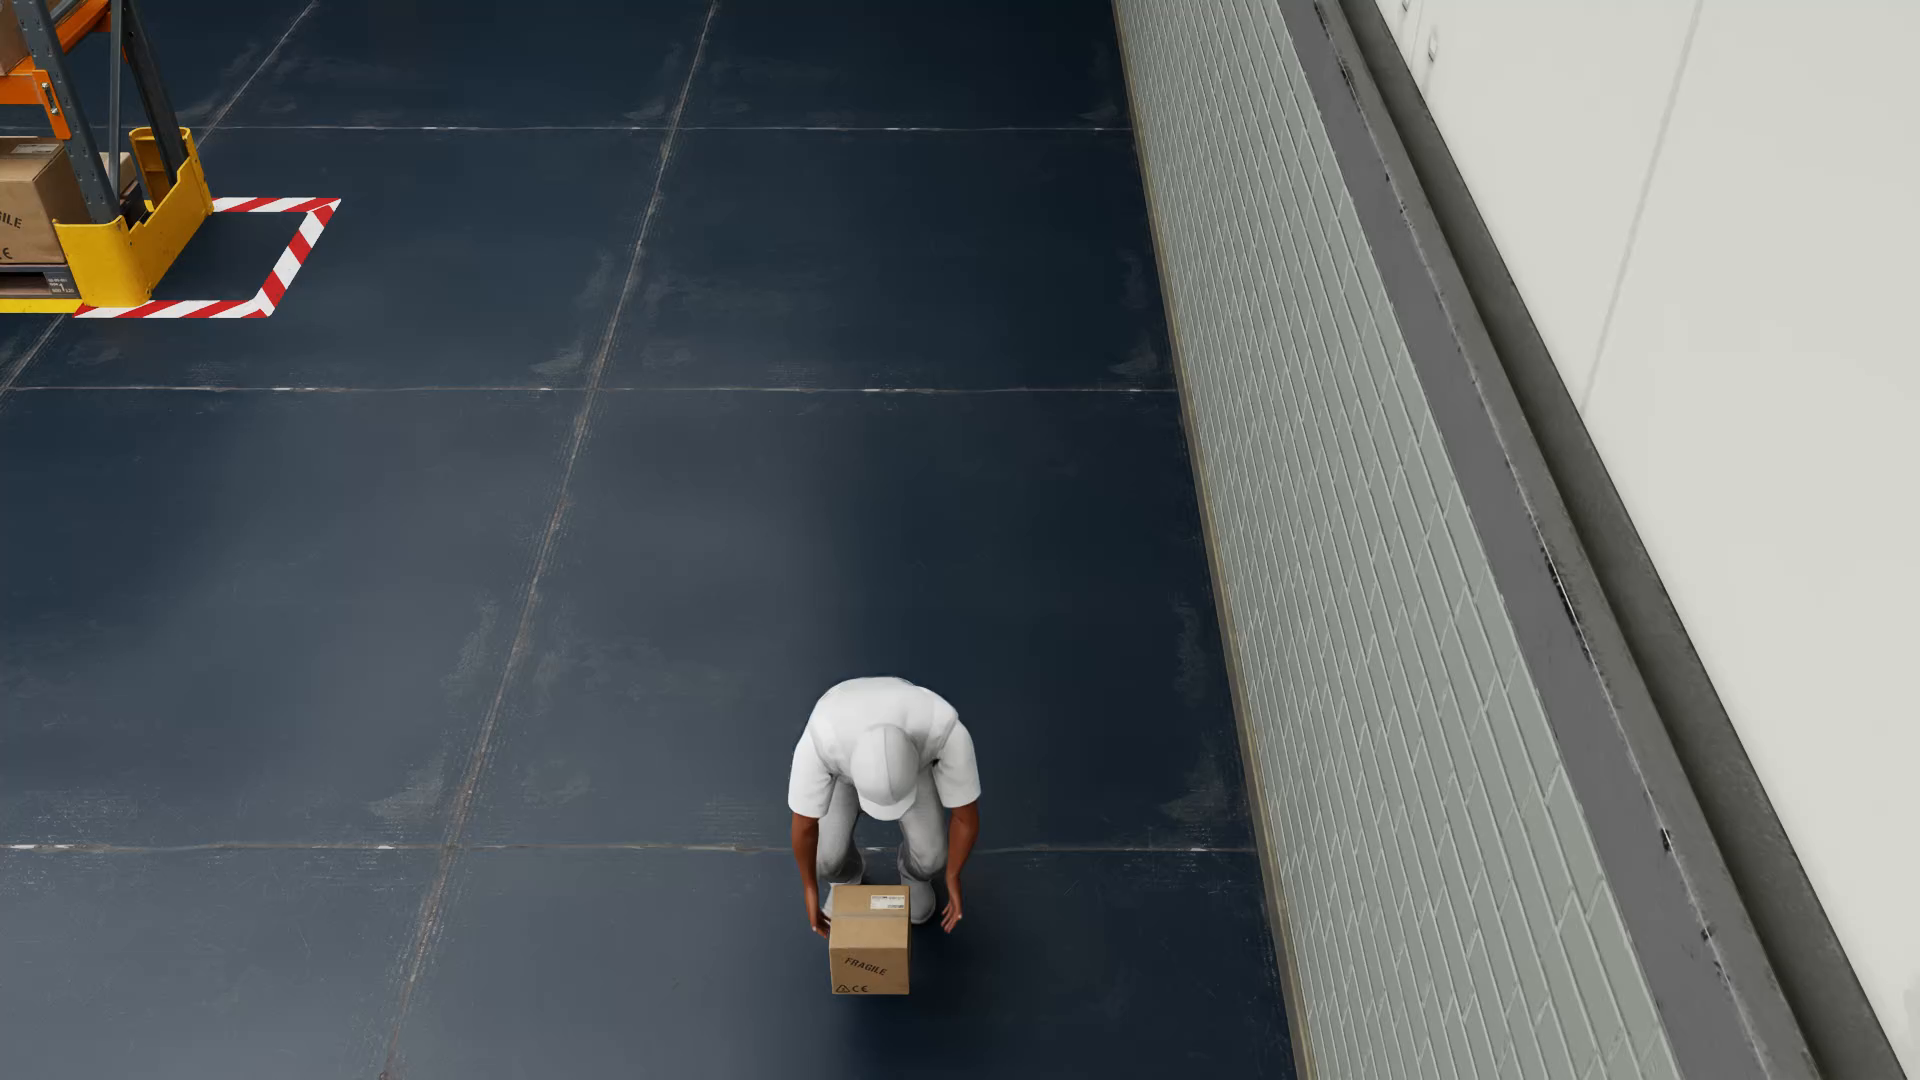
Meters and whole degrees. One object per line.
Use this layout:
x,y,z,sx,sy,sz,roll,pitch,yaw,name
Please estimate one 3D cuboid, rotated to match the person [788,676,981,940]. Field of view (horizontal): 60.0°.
-0.241,0.853,5.540,0.620,1.207,0.839,0,39,0,person
